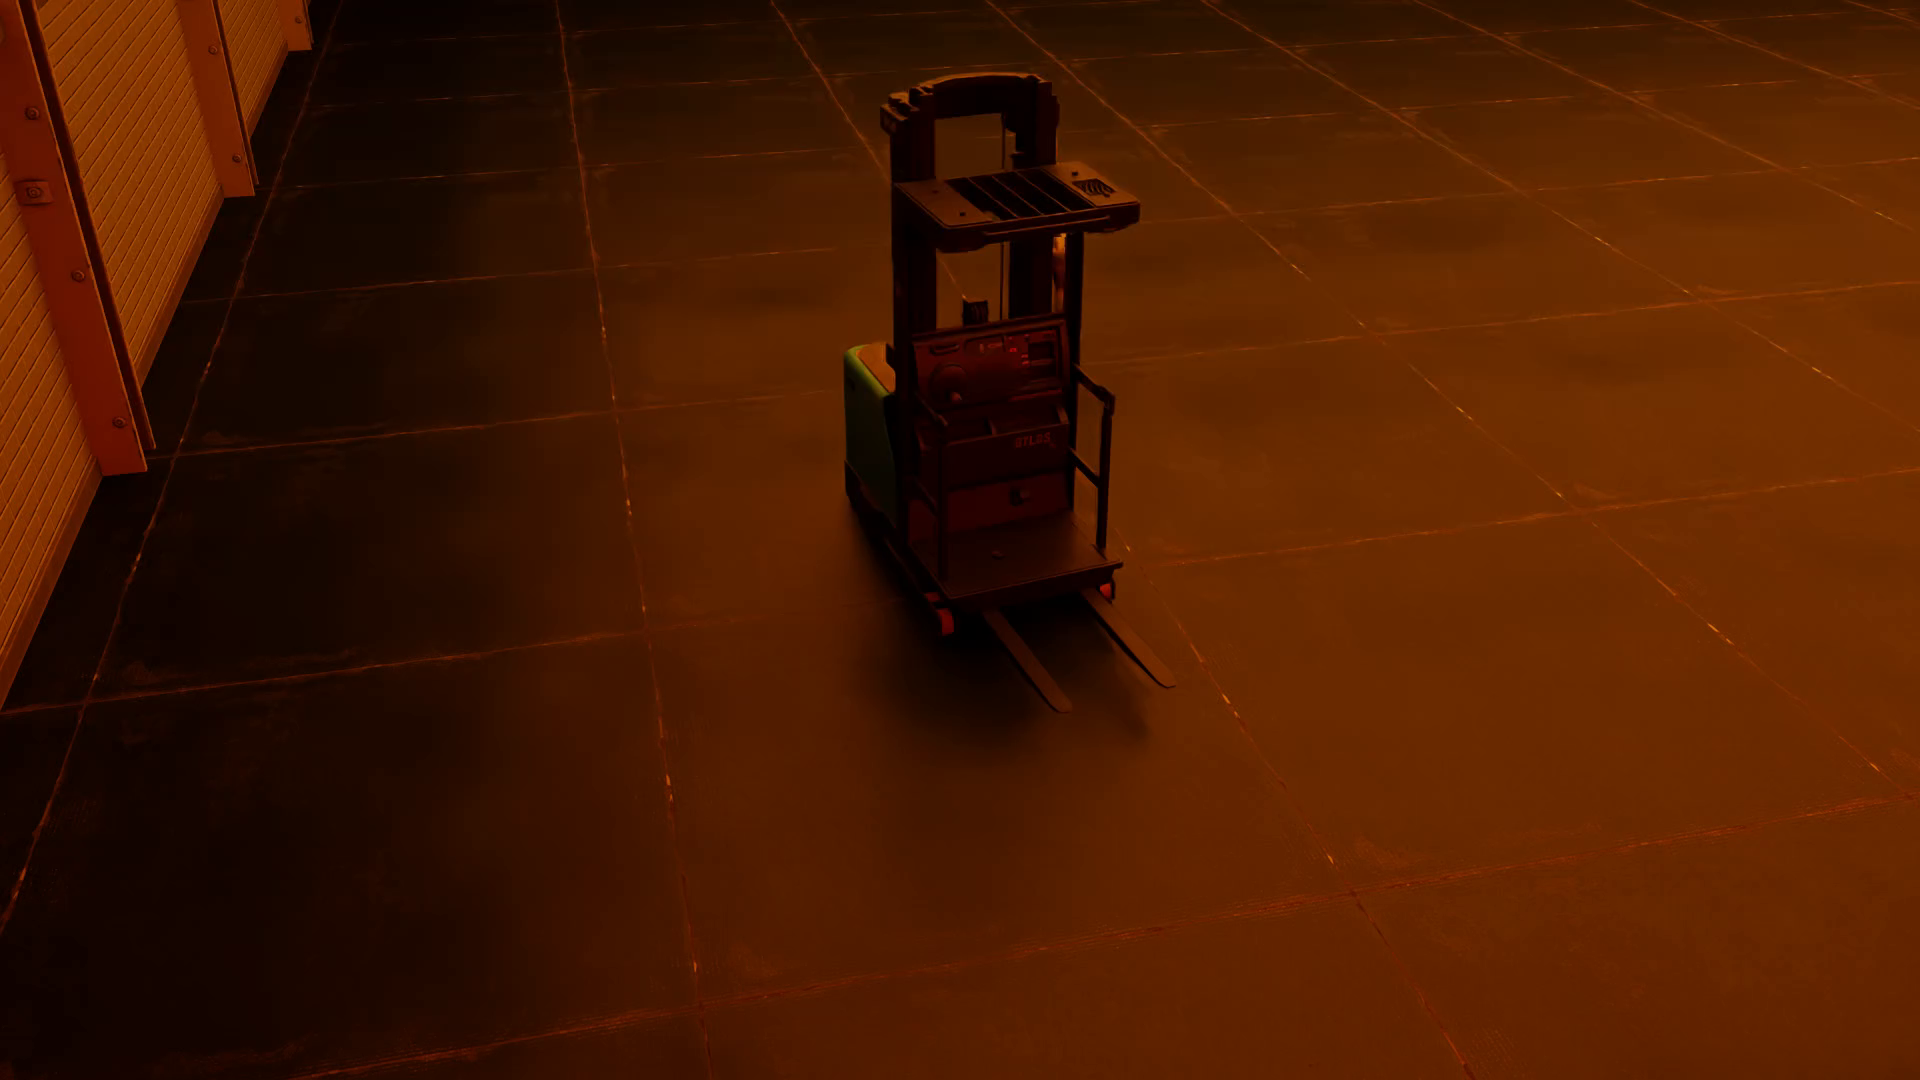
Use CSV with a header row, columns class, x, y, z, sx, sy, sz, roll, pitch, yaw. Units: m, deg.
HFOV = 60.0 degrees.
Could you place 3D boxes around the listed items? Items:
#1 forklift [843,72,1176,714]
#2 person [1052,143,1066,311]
class,x,y,z,sx,sy,sz,roll,pitch,yaw
forklift,0.265,-0.954,9.222,1.130,2.935,3.031,-11,32,-19
person,0.669,-2.286,12.790,0.556,1.665,0.456,5,30,9
